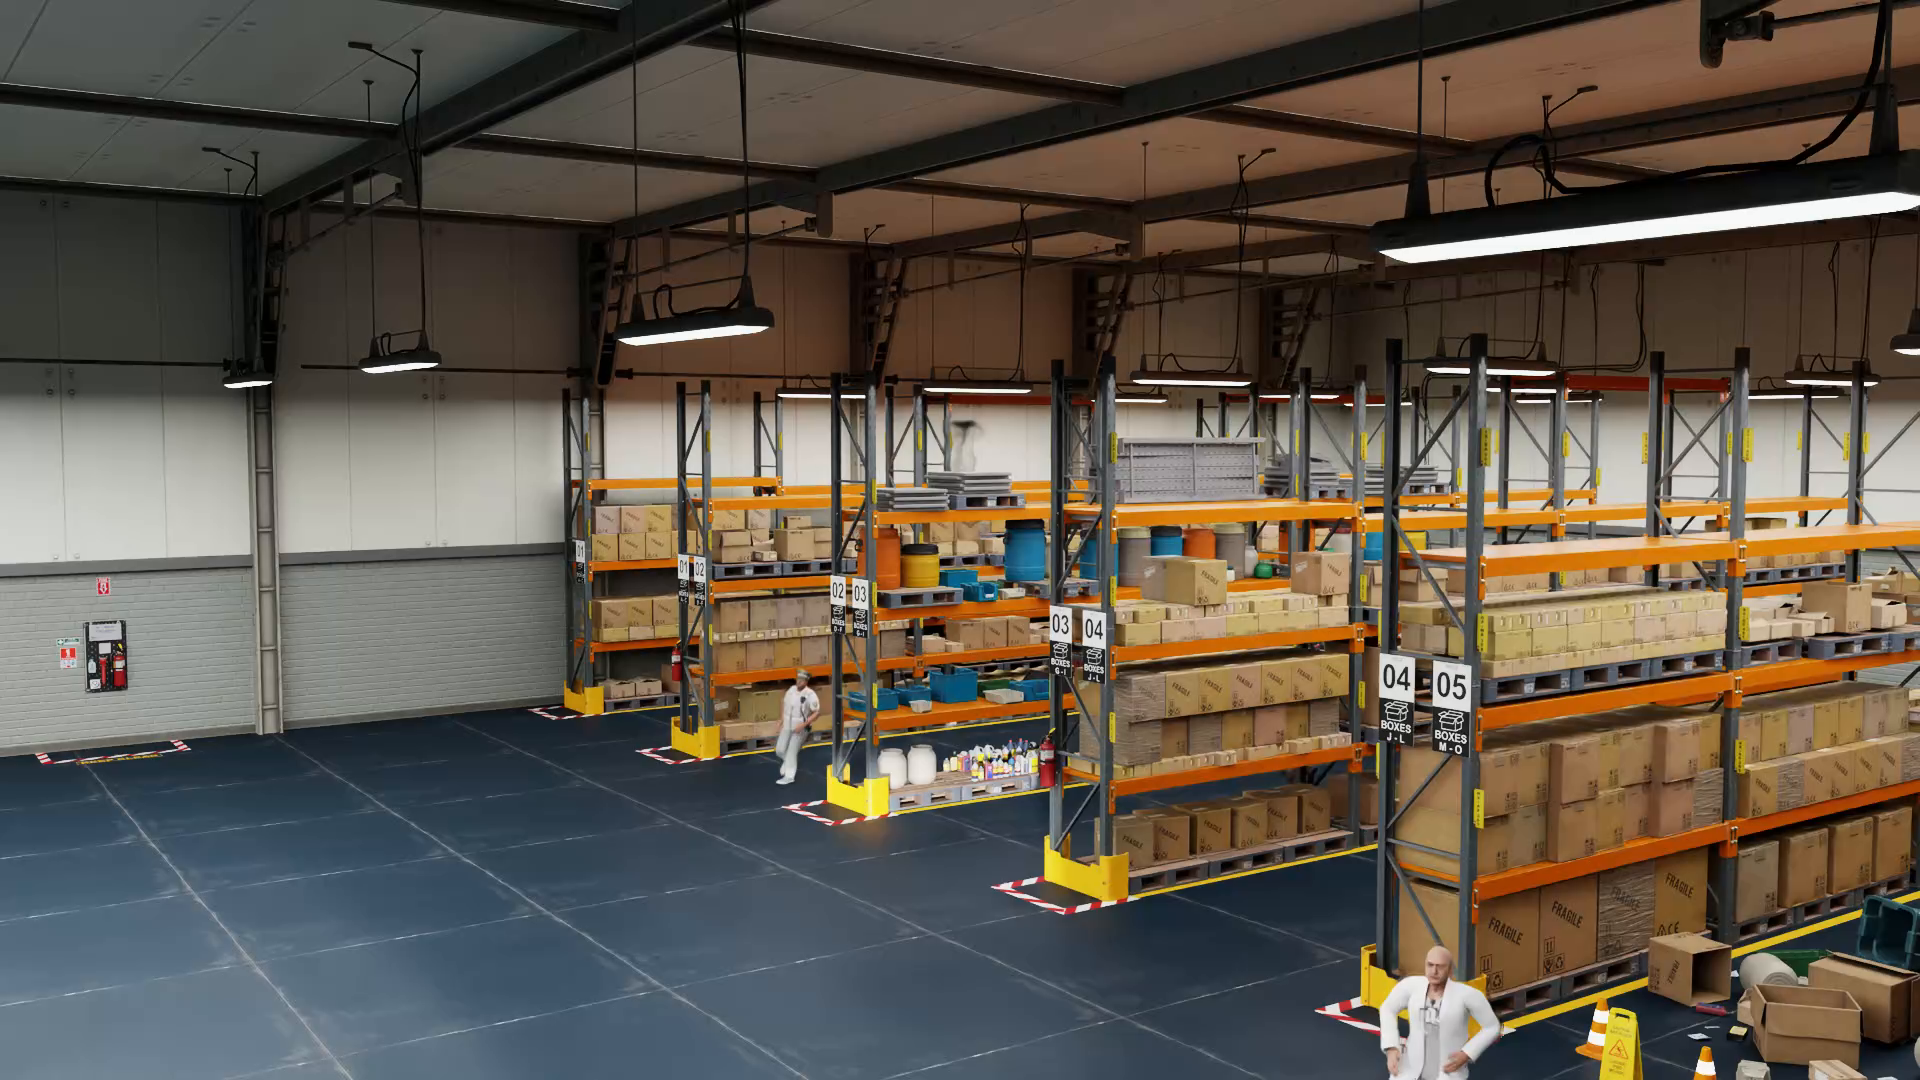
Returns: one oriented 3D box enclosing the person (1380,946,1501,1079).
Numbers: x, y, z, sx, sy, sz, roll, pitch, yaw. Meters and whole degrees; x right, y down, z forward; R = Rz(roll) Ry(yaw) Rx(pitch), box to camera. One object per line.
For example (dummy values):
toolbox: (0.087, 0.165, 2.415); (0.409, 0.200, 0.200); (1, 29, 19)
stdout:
person: (3.159, 3.595, 11.221); (0.920, 1.782, 0.791); (2, 4, 27)

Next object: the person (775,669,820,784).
person: (-2.409, 2.743, 24.420); (0.701, 1.707, 0.535); (2, 4, 24)

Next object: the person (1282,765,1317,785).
person: (4.723, 2.866, 23.290); (0.749, 1.657, 0.653); (-2, 4, -31)
